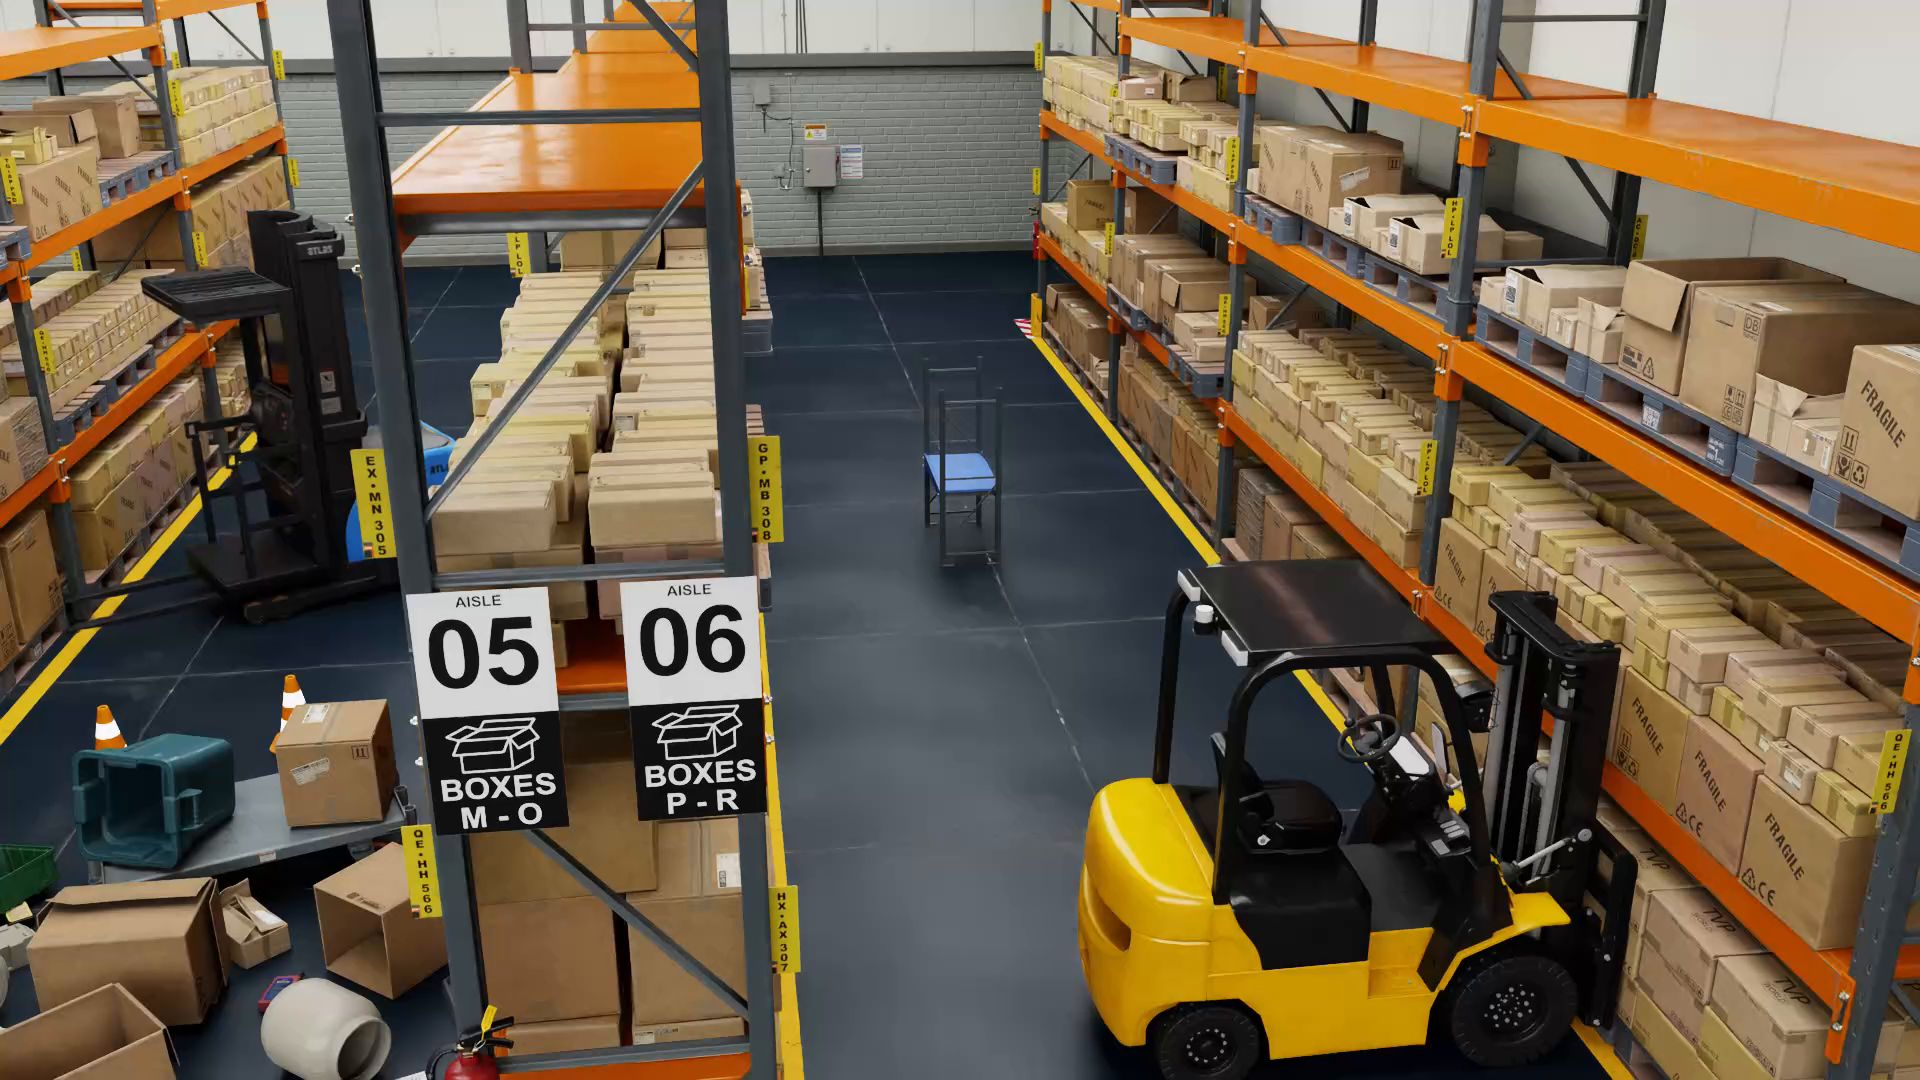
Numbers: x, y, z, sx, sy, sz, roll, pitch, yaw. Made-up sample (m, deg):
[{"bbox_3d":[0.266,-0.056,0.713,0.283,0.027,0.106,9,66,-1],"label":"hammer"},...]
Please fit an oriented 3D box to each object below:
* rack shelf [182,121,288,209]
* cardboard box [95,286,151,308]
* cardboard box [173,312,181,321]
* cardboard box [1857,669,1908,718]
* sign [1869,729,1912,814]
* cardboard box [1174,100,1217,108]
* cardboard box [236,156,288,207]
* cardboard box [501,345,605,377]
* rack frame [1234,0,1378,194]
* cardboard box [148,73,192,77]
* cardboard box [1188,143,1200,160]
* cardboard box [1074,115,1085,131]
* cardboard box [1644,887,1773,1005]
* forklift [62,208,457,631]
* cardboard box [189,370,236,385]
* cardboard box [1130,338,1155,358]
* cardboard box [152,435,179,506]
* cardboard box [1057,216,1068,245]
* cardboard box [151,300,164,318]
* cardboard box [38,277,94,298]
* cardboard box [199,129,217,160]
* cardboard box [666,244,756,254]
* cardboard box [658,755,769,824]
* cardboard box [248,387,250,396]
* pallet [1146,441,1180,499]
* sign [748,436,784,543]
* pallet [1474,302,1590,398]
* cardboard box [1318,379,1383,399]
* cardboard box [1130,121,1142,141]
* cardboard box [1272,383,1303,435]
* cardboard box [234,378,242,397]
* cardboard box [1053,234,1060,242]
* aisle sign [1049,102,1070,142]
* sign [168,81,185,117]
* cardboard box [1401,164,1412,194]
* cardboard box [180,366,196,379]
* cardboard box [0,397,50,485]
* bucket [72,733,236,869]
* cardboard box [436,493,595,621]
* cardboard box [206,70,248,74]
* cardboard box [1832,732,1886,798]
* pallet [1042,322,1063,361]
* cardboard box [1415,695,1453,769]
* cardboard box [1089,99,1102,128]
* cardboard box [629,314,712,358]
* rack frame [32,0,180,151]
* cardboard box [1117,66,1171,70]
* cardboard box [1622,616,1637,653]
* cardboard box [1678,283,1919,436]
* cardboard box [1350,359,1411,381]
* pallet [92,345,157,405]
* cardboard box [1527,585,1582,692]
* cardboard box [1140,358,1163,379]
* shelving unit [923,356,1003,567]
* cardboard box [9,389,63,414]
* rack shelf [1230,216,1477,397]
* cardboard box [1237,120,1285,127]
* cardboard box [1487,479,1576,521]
[{"bbox_3d":[-8.010,-3.934,17.278,1.077,0.370,4.000,-3,21,-8],"label":"rack shelf"},{"bbox_3d":[-7.358,-2.129,14.612,0.380,0.149,0.250,-3,21,-8],"label":"cardboard box"},{"bbox_3d":[-7.468,-2.125,15.452,0.380,0.149,0.250,-3,21,-9],"label":"cardboard box"},{"bbox_3d":[3.910,0.645,6.782,0.380,0.149,0.250,-3,21,-7],"label":"cardboard box"},{"bbox_3d":[3.264,0.814,5.830,0.100,0.325,0.005,-3,21,-8],"label":"sign"},{"bbox_3d":[2.291,-4.195,16.138,0.380,0.149,0.250,-3,21,-7],"label":"cardboard box"},{"bbox_3d":[-7.986,-4.067,18.896,0.500,0.500,0.500,-3,21,-9],"label":"cardboard box"},{"bbox_3d":[-1.656,-0.690,6.783,0.380,0.149,0.250,-3,21,-7],"label":"cardboard box"},{"bbox_3d":[2.650,-4.135,12.501,1.000,3.000,0.127,-3,21,-8],"label":"rack frame"},{"bbox_3d":[-8.457,-4.920,17.819,0.380,0.149,0.250,-3,21,-7],"label":"cardboard box"},{"bbox_3d":[2.201,-3.404,14.475,0.380,0.149,0.250,-2,21,-6],"label":"cardboard box"},{"bbox_3d":[1.478,-4.639,18.495,0.380,0.149,0.250,-2,21,-7],"label":"cardboard box"},{"bbox_3d":[3.349,1.748,7.225,0.500,0.250,0.500,-3,21,-7],"label":"cardboard box"},{"bbox_3d":[-5.421,-0.942,12.623,3.031,2.935,1.130,-16,26,-36],"label":"forklift"},{"bbox_3d":[-7.632,-1.627,16.983,0.380,0.149,0.250,-3,21,-9],"label":"cardboard box"},{"bbox_3d":[1.947,-1.954,16.854,0.380,0.149,0.250,-4,21,-10],"label":"cardboard box"},{"bbox_3d":[-7.222,-0.600,14.583,0.500,0.500,0.500,-3,21,-9],"label":"cardboard box"},{"bbox_3d":[1.445,-3.643,19.547,0.500,0.250,0.500,-3,21,-9],"label":"cardboard box"},{"bbox_3d":[-7.397,-2.087,14.925,0.380,0.149,0.250,-2,21,-5],"label":"cardboard box"},{"bbox_3d":[-8.074,-2.276,15.005,0.380,0.149,0.250,-2,21,-6],"label":"cardboard box"},{"bbox_3d":[-7.608,-3.855,16.252,0.500,0.250,0.500,-3,21,-9],"label":"cardboard box"},{"bbox_3d":[-1.446,-1.618,9.663,0.500,0.250,0.500,-3,21,-8],"label":"cardboard box"},{"bbox_3d":[-0.980,1.153,6.348,0.500,0.500,0.500,-2,21,-6],"label":"cardboard box"},{"bbox_3d":[-7.683,-1.624,17.827,0.380,0.149,0.250,-3,21,-9],"label":"cardboard box"},{"bbox_3d":[2.407,-0.701,15.865,1.003,0.211,1.213,-3,21,-8],"label":"pallet"},{"bbox_3d":[-0.571,-0.146,4.857,0.100,0.325,0.005,-3,21,-8],"label":"sign"},{"bbox_3d":[3.375,-1.010,8.546,1.003,0.211,1.213,-3,21,-8],"label":"pallet"},{"bbox_3d":[2.734,-1.019,11.662,0.380,0.149,0.250,-3,21,-8],"label":"cardboard box"},{"bbox_3d":[1.811,-3.852,15.644,0.380,0.149,0.250,-3,21,-7],"label":"cardboard box"},{"bbox_3d":[2.601,-0.967,12.093,0.500,0.250,0.500,-3,21,-9],"label":"cardboard box"},{"bbox_3d":[-7.689,-1.575,17.270,0.380,0.149,0.250,-4,21,-11],"label":"cardboard box"},{"bbox_3d":[1.355,-3.764,20.440,0.380,0.149,0.250,-2,21,-6],"label":"cardboard box"},{"bbox_3d":[1.197,-5.322,20.536,0.394,0.787,0.004,-3,21,-8],"label":"aisle sign"},{"bbox_3d":[-7.173,-4.035,15.217,0.100,0.325,0.005,-3,21,-8],"label":"sign"},{"bbox_3d":[3.008,-2.666,12.324,0.500,0.250,0.500,-3,21,-8],"label":"cardboard box"},{"bbox_3d":[-8.110,-1.690,17.151,0.380,0.149,0.250,-2,21,-6],"label":"cardboard box"},{"bbox_3d":[-6.814,-0.693,11.716,0.500,0.500,0.500,-3,21,-8],"label":"cardboard box"},{"bbox_3d":[-4.267,1.348,8.899,0.726,0.611,0.620,4,11,11],"label":"bucket"},{"bbox_3d":[-1.448,0.059,5.349,0.500,0.250,0.500,-3,21,-8],"label":"cardboard box"},{"bbox_3d":[-7.983,-5.035,18.127,0.380,0.149,0.250,-4,21,-9],"label":"cardboard box"},{"bbox_3d":[3.543,0.841,6.255,0.380,0.149,0.250,-3,21,-8],"label":"cardboard box"},{"bbox_3d":[1.624,-2.486,20.646,1.003,0.211,1.213,-3,21,-8],"label":"pallet"},{"bbox_3d":[2.991,1.100,9.673,0.500,0.250,0.500,-3,21,-8],"label":"cardboard box"},{"bbox_3d":[1.671,-4.518,17.602,0.500,0.250,0.500,-4,21,-10],"label":"cardboard box"},{"bbox_3d":[-1.257,-0.891,7.321,0.380,0.149,0.250,-3,21,-9],"label":"cardboard box"},{"bbox_3d":[-7.722,-4.984,14.773,1.000,3.000,0.127,-3,21,-8],"label":"rack frame"},{"bbox_3d":[2.042,-5.131,18.529,0.500,0.250,0.500,-3,21,-8],"label":"cardboard box"},{"bbox_3d":[3.320,0.454,7.717,0.380,0.149,0.250,-3,21,-8],"label":"cardboard box"},{"bbox_3d":[3.450,-0.751,6.842,0.700,0.500,0.500,-3,21,-7],"label":"cardboard box"},{"bbox_3d":[3.088,-1.220,12.199,0.380,0.149,0.250,-3,21,-8],"label":"cardboard box"},{"bbox_3d":[-7.471,-1.382,13.978,1.003,0.211,1.213,-3,21,-8],"label":"pallet"},{"bbox_3d":[3.198,0.535,8.429,0.500,0.500,0.500,-3,21,-8],"label":"cardboard box"},{"bbox_3d":[2.027,-1.722,16.658,0.380,0.149,0.250,-4,21,-11],"label":"cardboard box"},{"bbox_3d":[0.012,-0.673,13.949,0.538,1.500,1.048,-3,21,-8],"label":"shelving unit"},{"bbox_3d":[-7.010,-1.033,12.528,0.380,0.149,0.250,-3,21,-9],"label":"cardboard box"},{"bbox_3d":[2.938,-1.701,11.298,1.077,0.370,4.000,-3,21,-8],"label":"rack shelf"},{"bbox_3d":[2.628,-3.563,14.476,0.380,0.149,0.250,-3,21,-8],"label":"cardboard box"},{"bbox_3d":[3.124,-0.220,9.096,0.380,0.149,0.250,-3,21,-7],"label":"cardboard box"}]
